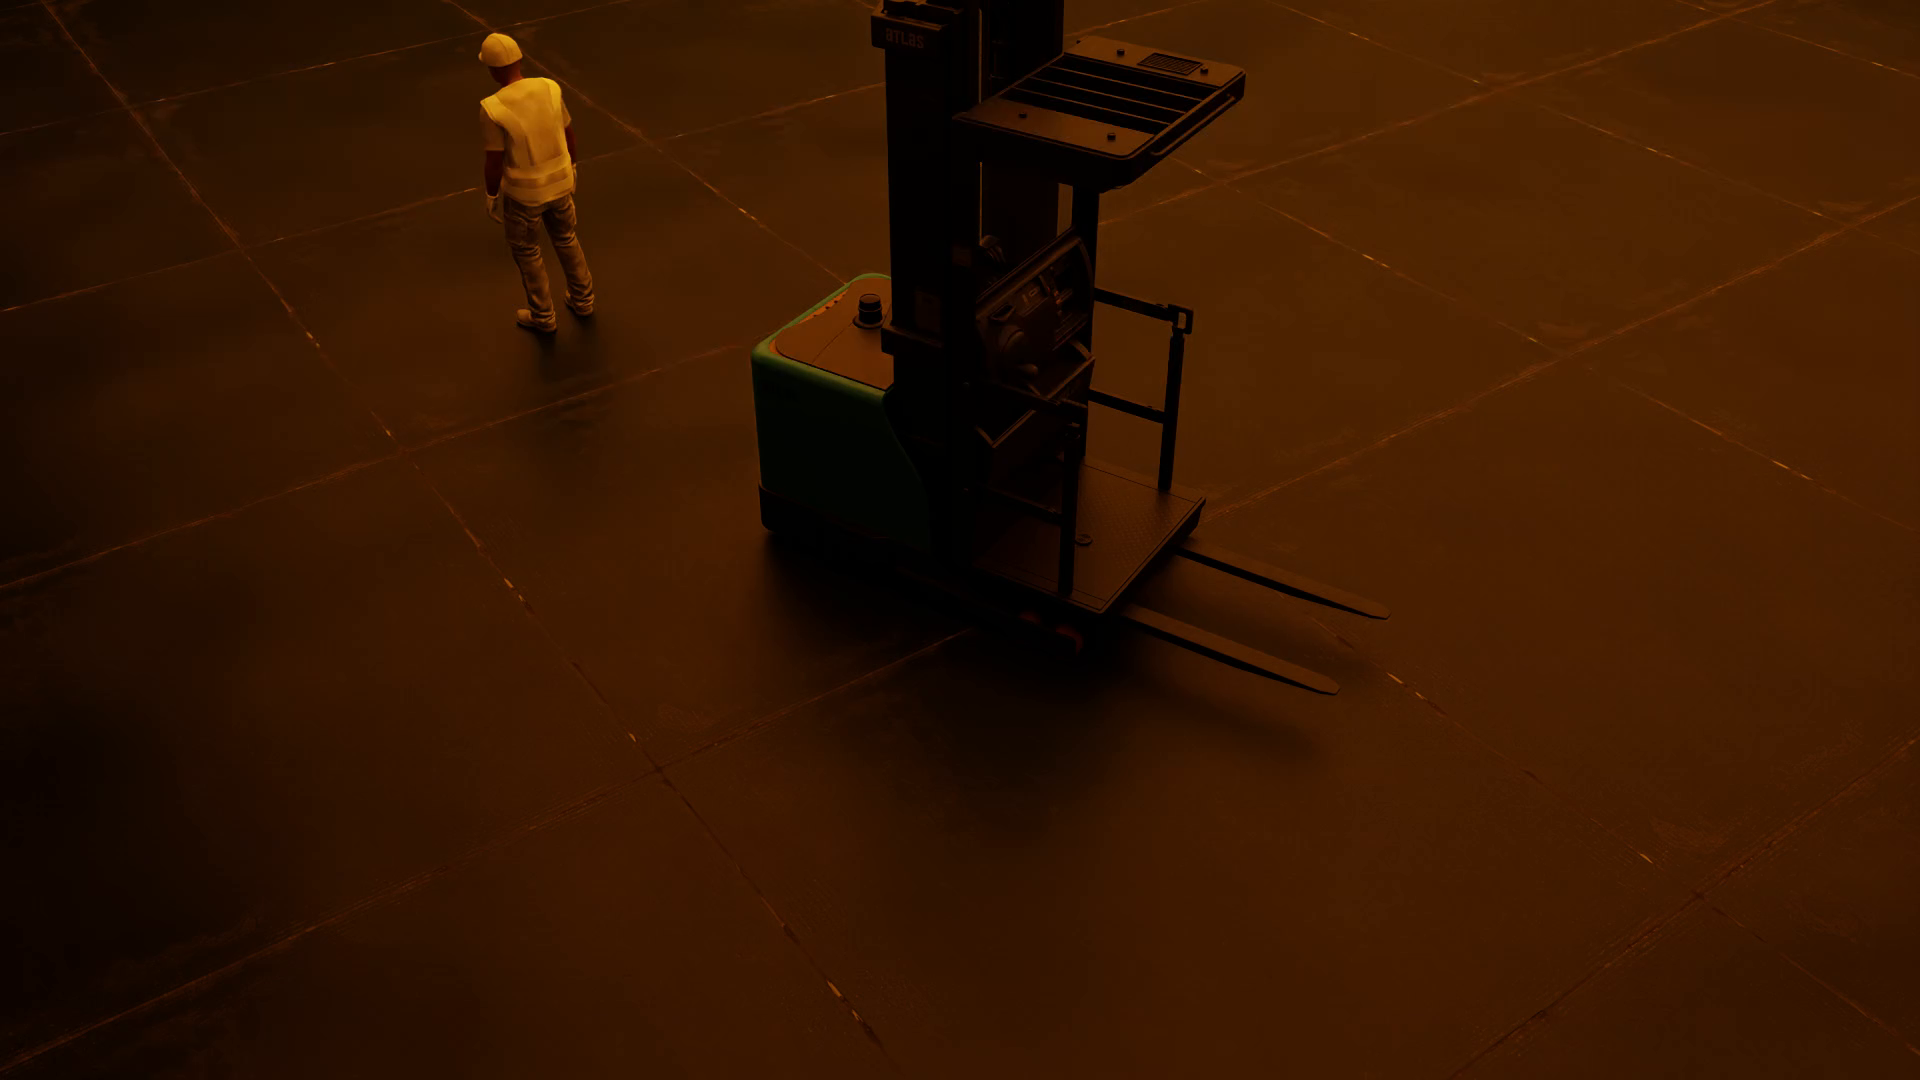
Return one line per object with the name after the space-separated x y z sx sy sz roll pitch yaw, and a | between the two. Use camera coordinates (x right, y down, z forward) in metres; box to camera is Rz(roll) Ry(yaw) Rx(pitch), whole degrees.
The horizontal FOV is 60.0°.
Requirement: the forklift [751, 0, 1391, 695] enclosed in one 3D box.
0.514 -0.985 7.276 3.031 2.935 1.130 21 41 26 | forklift

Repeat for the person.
-2.498 -2.075 9.727 0.454 1.774 0.625 29 45 34 | person
